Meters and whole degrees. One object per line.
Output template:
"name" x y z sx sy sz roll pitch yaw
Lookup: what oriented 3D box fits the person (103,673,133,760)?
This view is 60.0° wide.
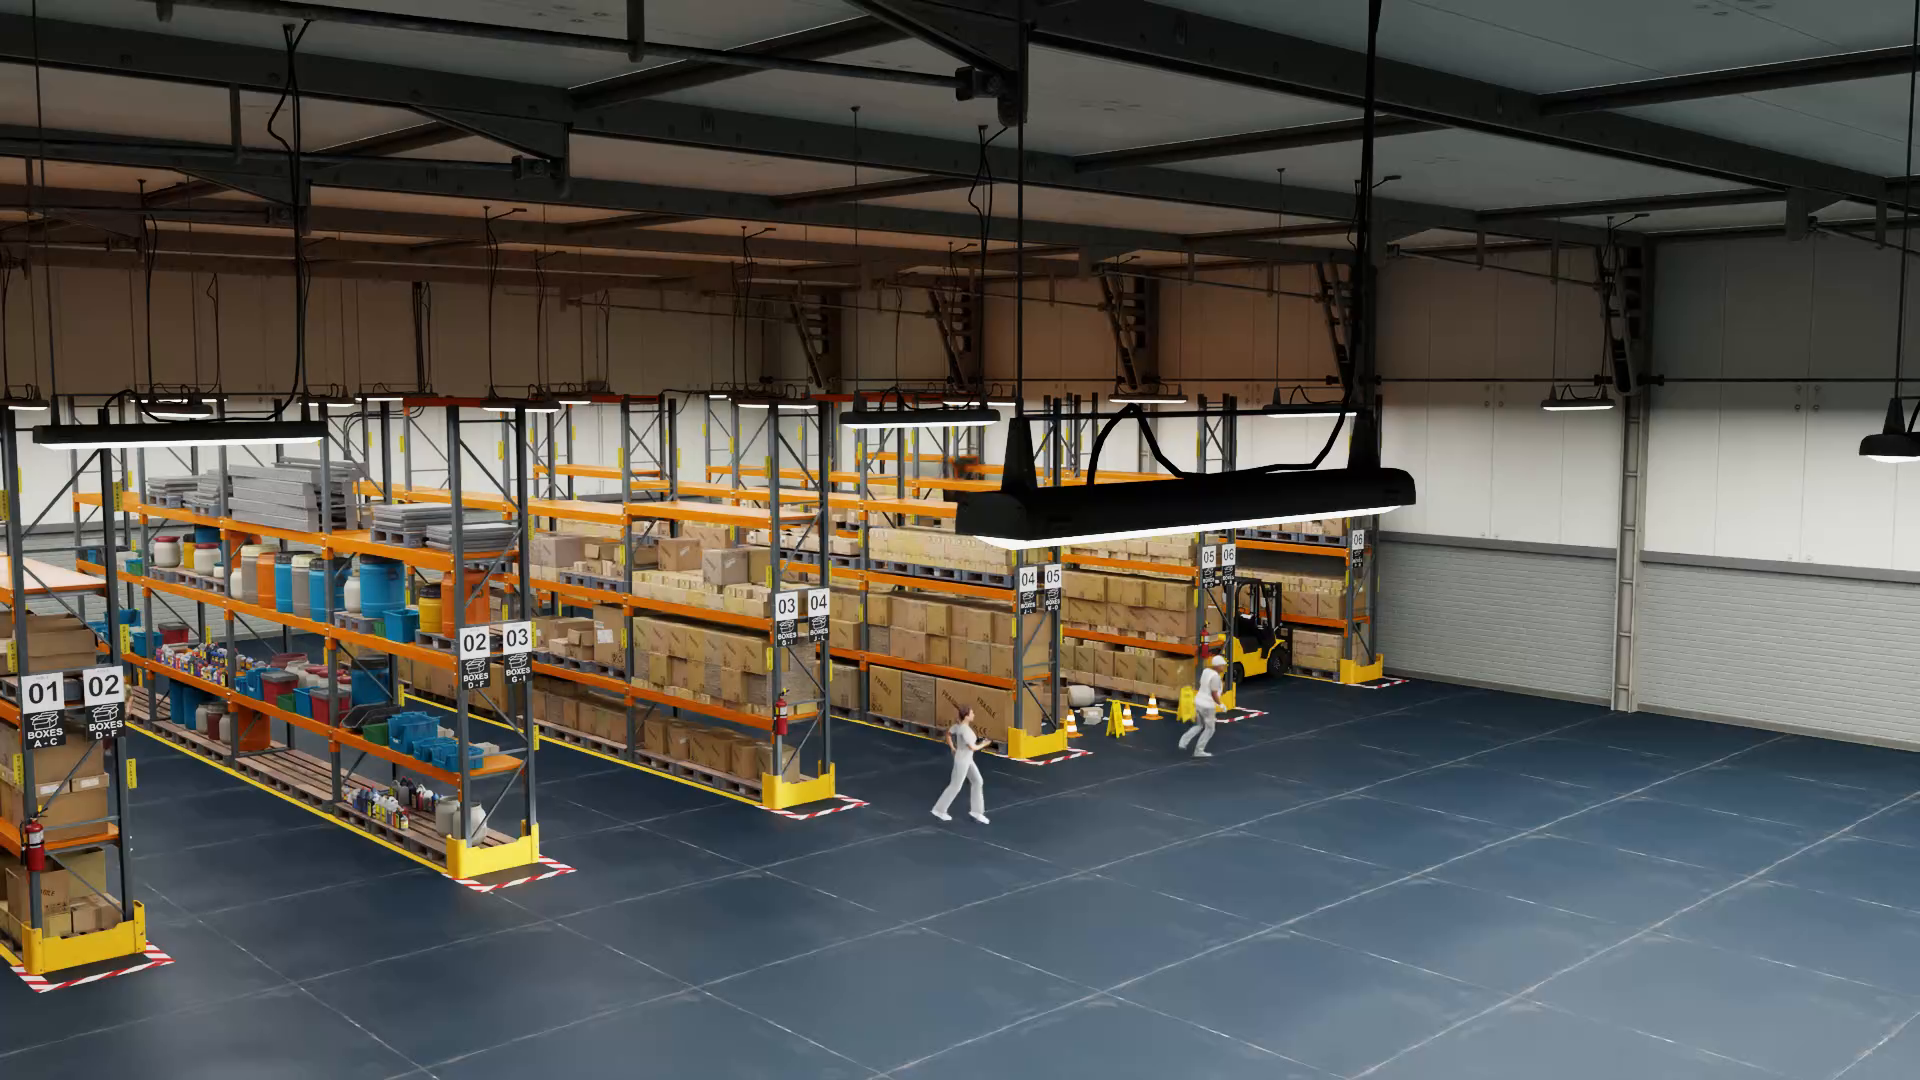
"person" -13.870 2.927 27.198 0.985 1.627 0.603 5 8 44

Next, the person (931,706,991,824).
"person" 0.016 3.203 23.664 0.854 1.718 0.511 0 6 0

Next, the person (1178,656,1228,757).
"person" 4.080 2.790 27.876 0.785 1.716 0.653 -1 6 -14
